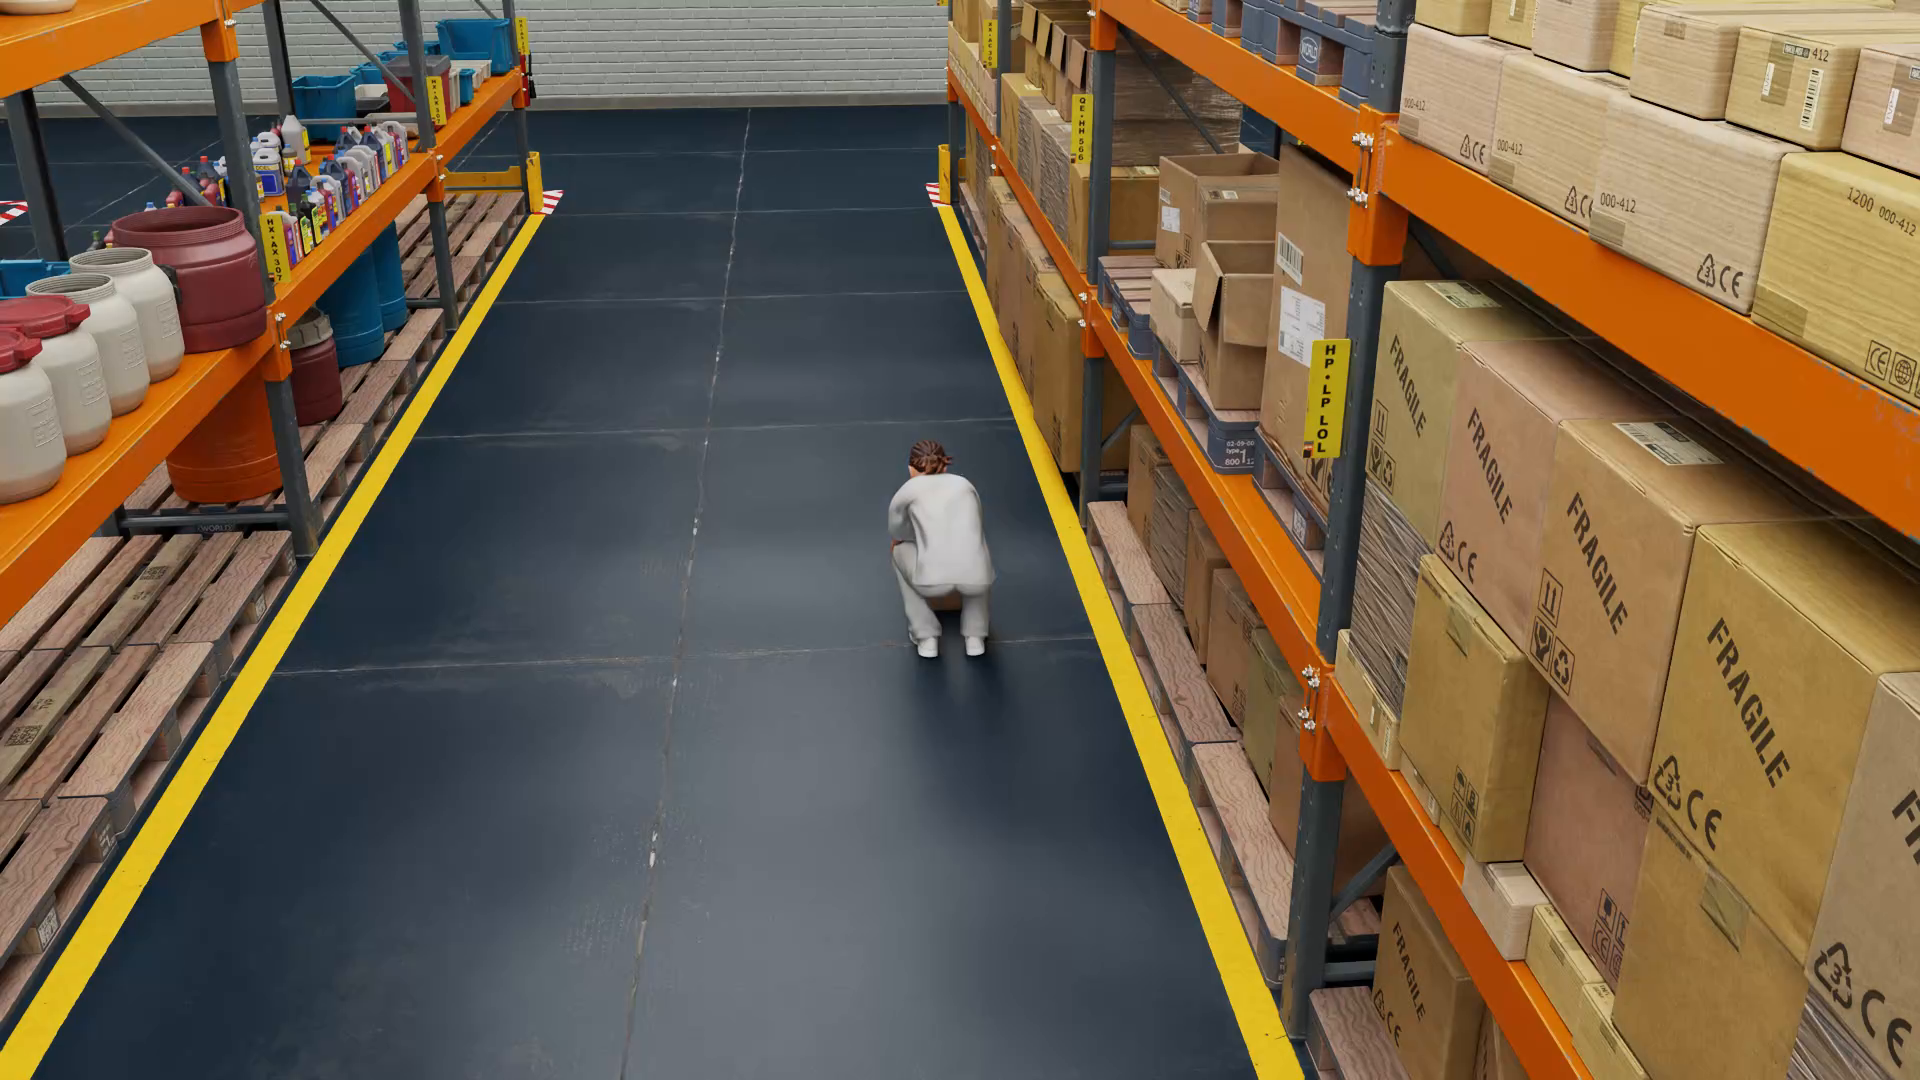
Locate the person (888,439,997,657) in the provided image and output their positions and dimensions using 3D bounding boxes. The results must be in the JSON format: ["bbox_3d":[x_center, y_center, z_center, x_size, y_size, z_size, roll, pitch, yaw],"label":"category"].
[{"bbox_3d":[-0.076,0.043,7.551,0.483,0.834,0.801,-2,24,-5],"label":"person"}]
